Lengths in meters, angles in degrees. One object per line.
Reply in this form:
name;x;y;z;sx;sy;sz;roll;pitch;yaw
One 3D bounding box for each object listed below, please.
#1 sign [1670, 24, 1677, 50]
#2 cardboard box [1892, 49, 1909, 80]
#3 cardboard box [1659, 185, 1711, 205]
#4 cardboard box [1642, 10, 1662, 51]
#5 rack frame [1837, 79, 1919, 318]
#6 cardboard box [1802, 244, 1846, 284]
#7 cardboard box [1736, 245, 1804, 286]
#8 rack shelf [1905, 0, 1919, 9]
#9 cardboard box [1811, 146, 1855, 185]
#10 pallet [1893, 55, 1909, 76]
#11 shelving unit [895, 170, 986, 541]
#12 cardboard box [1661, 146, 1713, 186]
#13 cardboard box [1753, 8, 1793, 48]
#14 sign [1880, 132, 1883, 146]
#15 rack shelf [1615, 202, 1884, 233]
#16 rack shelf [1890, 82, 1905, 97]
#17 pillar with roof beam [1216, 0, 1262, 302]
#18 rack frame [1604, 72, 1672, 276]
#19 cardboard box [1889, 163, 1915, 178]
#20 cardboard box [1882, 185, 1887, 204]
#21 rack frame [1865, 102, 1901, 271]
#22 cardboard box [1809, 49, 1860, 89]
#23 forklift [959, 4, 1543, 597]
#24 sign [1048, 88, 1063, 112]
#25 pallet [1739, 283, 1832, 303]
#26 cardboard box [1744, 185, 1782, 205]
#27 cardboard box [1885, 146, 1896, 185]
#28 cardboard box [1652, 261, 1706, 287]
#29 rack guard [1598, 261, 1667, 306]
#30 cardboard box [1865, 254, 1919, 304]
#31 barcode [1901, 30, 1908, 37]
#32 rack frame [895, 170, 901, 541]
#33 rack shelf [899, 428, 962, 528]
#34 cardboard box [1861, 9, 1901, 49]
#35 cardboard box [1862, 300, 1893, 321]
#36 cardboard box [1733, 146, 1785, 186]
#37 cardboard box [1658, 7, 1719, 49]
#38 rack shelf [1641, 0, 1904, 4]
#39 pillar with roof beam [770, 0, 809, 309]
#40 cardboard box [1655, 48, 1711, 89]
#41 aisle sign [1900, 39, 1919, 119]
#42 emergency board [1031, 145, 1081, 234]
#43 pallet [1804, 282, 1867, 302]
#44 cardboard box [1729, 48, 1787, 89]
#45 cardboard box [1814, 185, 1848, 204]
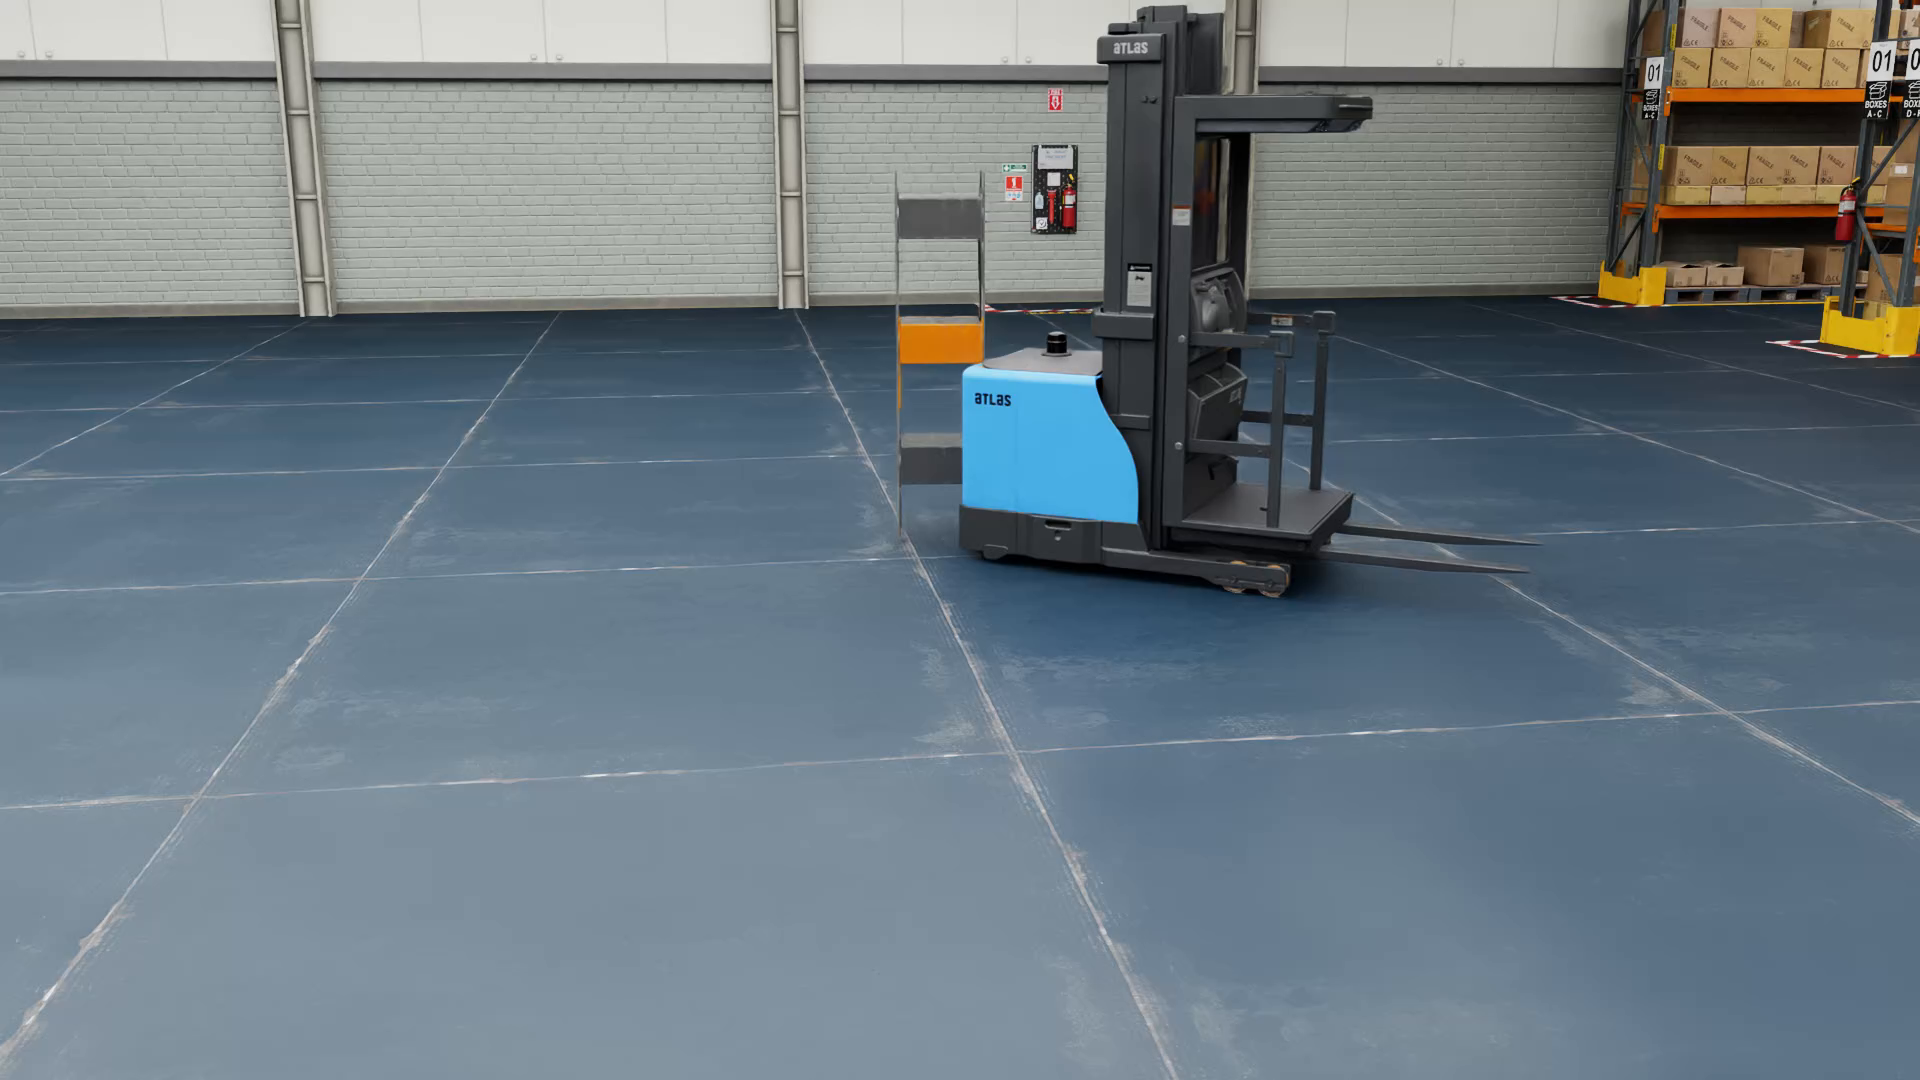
sign;9.183;-6.476;21.415;0.005;0.325;0.100;-2;14;-8
cardboard box;12.593;-6.308;22.294;0.500;0.500;0.500;-2;14;-7
cardboard box;9.632;-4.606;22.188;0.500;0.250;0.500;-3;14;-10
cardboard box;9.490;-6.804;22.218;0.500;0.500;0.500;-1;14;-6
rack frame;9.844;-3.536;17.656;0.127;3.000;1.000;-2;14;-8
cardboard box;12.037;-3.826;23.047;0.500;0.500;0.500;-3;14;-13
cardboard box;11.096;-3.767;22.811;0.500;0.500;0.700;-3;14;-12
rack shelf;15.035;-7.312;22.680;4.000;0.370;1.077;-2;14;-8
cardboard box;11.644;-5.047;22.404;0.500;0.500;0.500;-3;14;-10
pallet;10.547;-4.968;17.379;1.213;0.211;1.003;-2;14;-8
shelving unit;-0.117;-1.065;9.653;0.503;2.100;0.431;-1;14;-2
cardboard box;9.619;-4.973;22.112;0.500;0.500;0.500;-2;14;-8
cardboard box;10.528;-6.709;21.837;0.500;0.500;0.500;-2;14;-7
sign;12.971;-5.568;23.375;0.005;0.325;0.100;-2;14;-8
rack shelf;11.080;-4.451;22.783;4.000;0.370;1.077;-2;14;-8
rack shelf;11.822;-4.715;17.667;4.000;0.370;1.077;-2;14;-8
pillar with roof beam;4.374;-6.618;17.611;0.400;9.000;9.100;-2;14;-8
rack frame;9.102;-4.728;22.406;0.127;3.000;1.000;-2;14;-8
cardboard box;10.193;-3.959;17.803;0.250;0.149;0.380;-2;14;-9
cardboard box;12.634;-4.719;22.641;0.500;0.250;0.500;-2;14;-8
rack frame;13.058;-4.873;22.984;0.127;3.000;1.000;-2;14;-8
cardboard box;11.551;-6.263;22.118;0.500;0.500;0.500;-3;14;-11
forklift;1.559;-1.274;8.776;3.031;2.935;1.130;6;15;23
sign;1.260;-5.811;21.962;0.199;0.298;0.001;-2;14;-8
pallet;11.190;-3.442;23.013;1.213;0.211;1.003;-2;14;-8
cardboard box;10.648;-4.645;22.345;0.500;0.250;0.500;-2;14;-9
cardboard box;12.636;-5.082;22.544;0.500;0.500;0.500;-2;14;-8
cardboard box;9.800;-3.640;22.694;0.500;0.311;0.500;-4;15;-15
rack guard;9.177;-3.518;22.721;0.348;0.500;1.175;-2;14;-8
cardboard box;10.330;-2.861;18.211;0.500;0.500;0.500;-2;14;-8
barcode;10.070;-5.400;17.726;0.075;0.075;0.001;-2;14;-8
rack frame;-0.361;-1.063;9.644;0.015;2.100;0.400;-1;14;-2
rack shelf;-0.117;-0.373;9.826;0.480;0.518;0.431;-1;14;-2
cardboard box;12.059;-6.765;22.061;0.500;0.500;0.500;-1;14;-5
cardboard box;10.330;-2.497;18.300;0.500;0.250;0.500;-2;14;-8
cardboard box;10.621;-5.006;22.242;0.500;0.500;0.500;-3;14;-10
cardboard box;9.519;-6.681;21.728;0.500;0.500;0.500;-3;14;-12
rack shelf;11.080;-7.359;22.053;4.000;0.370;1.077;-2;14;-8
pillar with roof beam;-1.559;-6.400;16.744;0.400;9.000;9.100;-2;14;-8
cardboard box;9.470;-6.193;21.835;0.500;0.500;0.500;-2;14;-7
aisle sign;9.825;-4.721;17.036;0.004;0.787;0.394;-2;14;-8
emergency board;1.283;-4.663;22.150;0.643;1.169;0.194;-2;14;-8
pallet;12.399;-3.487;23.193;1.213;0.211;1.003;-2;14;-8
cardboard box;10.519;-6.223;21.958;0.500;0.500;0.500;-1;14;-6
cardboard box;11.645;-4.681;22.489;0.500;0.250;0.500;-2;14;-9
